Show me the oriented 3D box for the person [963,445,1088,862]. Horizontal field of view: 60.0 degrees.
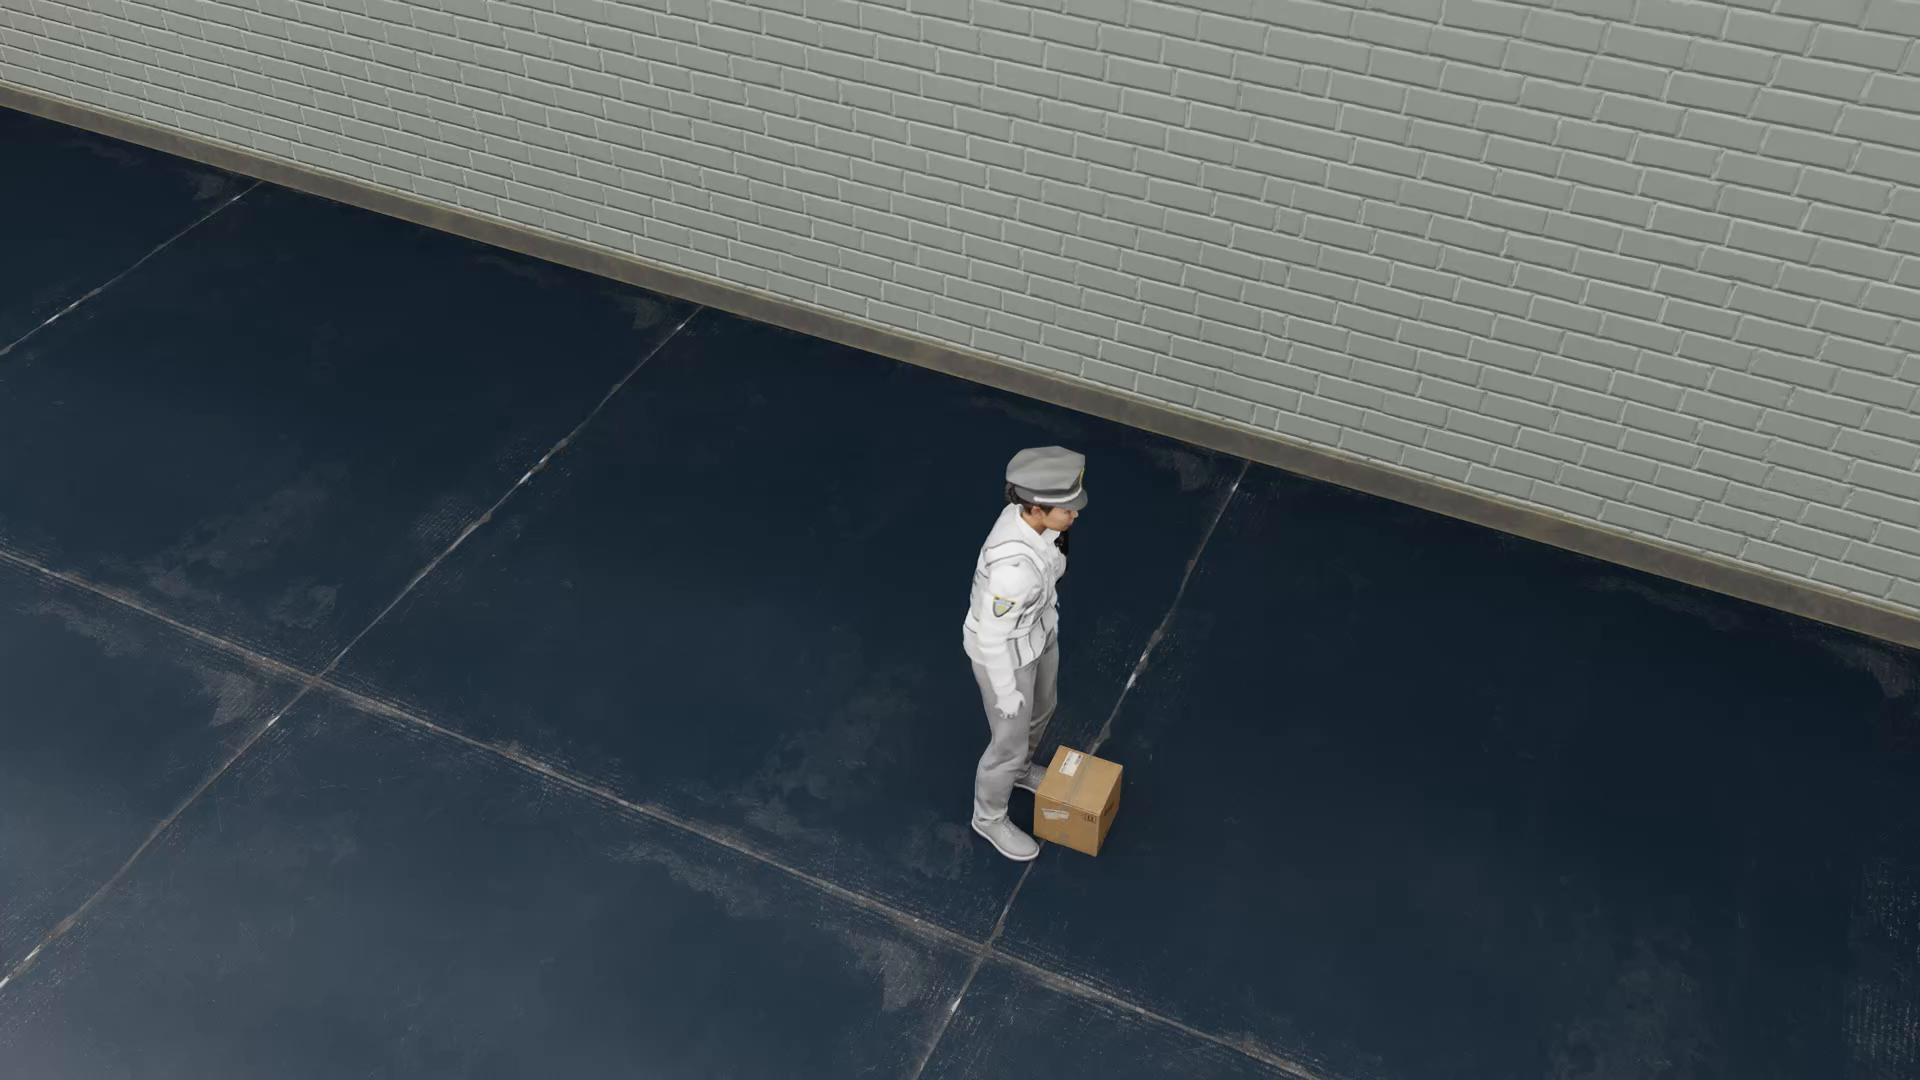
[{"bbox_3d":[0.215,0.373,5.748,0.375,1.662,0.542,15,44,16],"label":"person"}]
